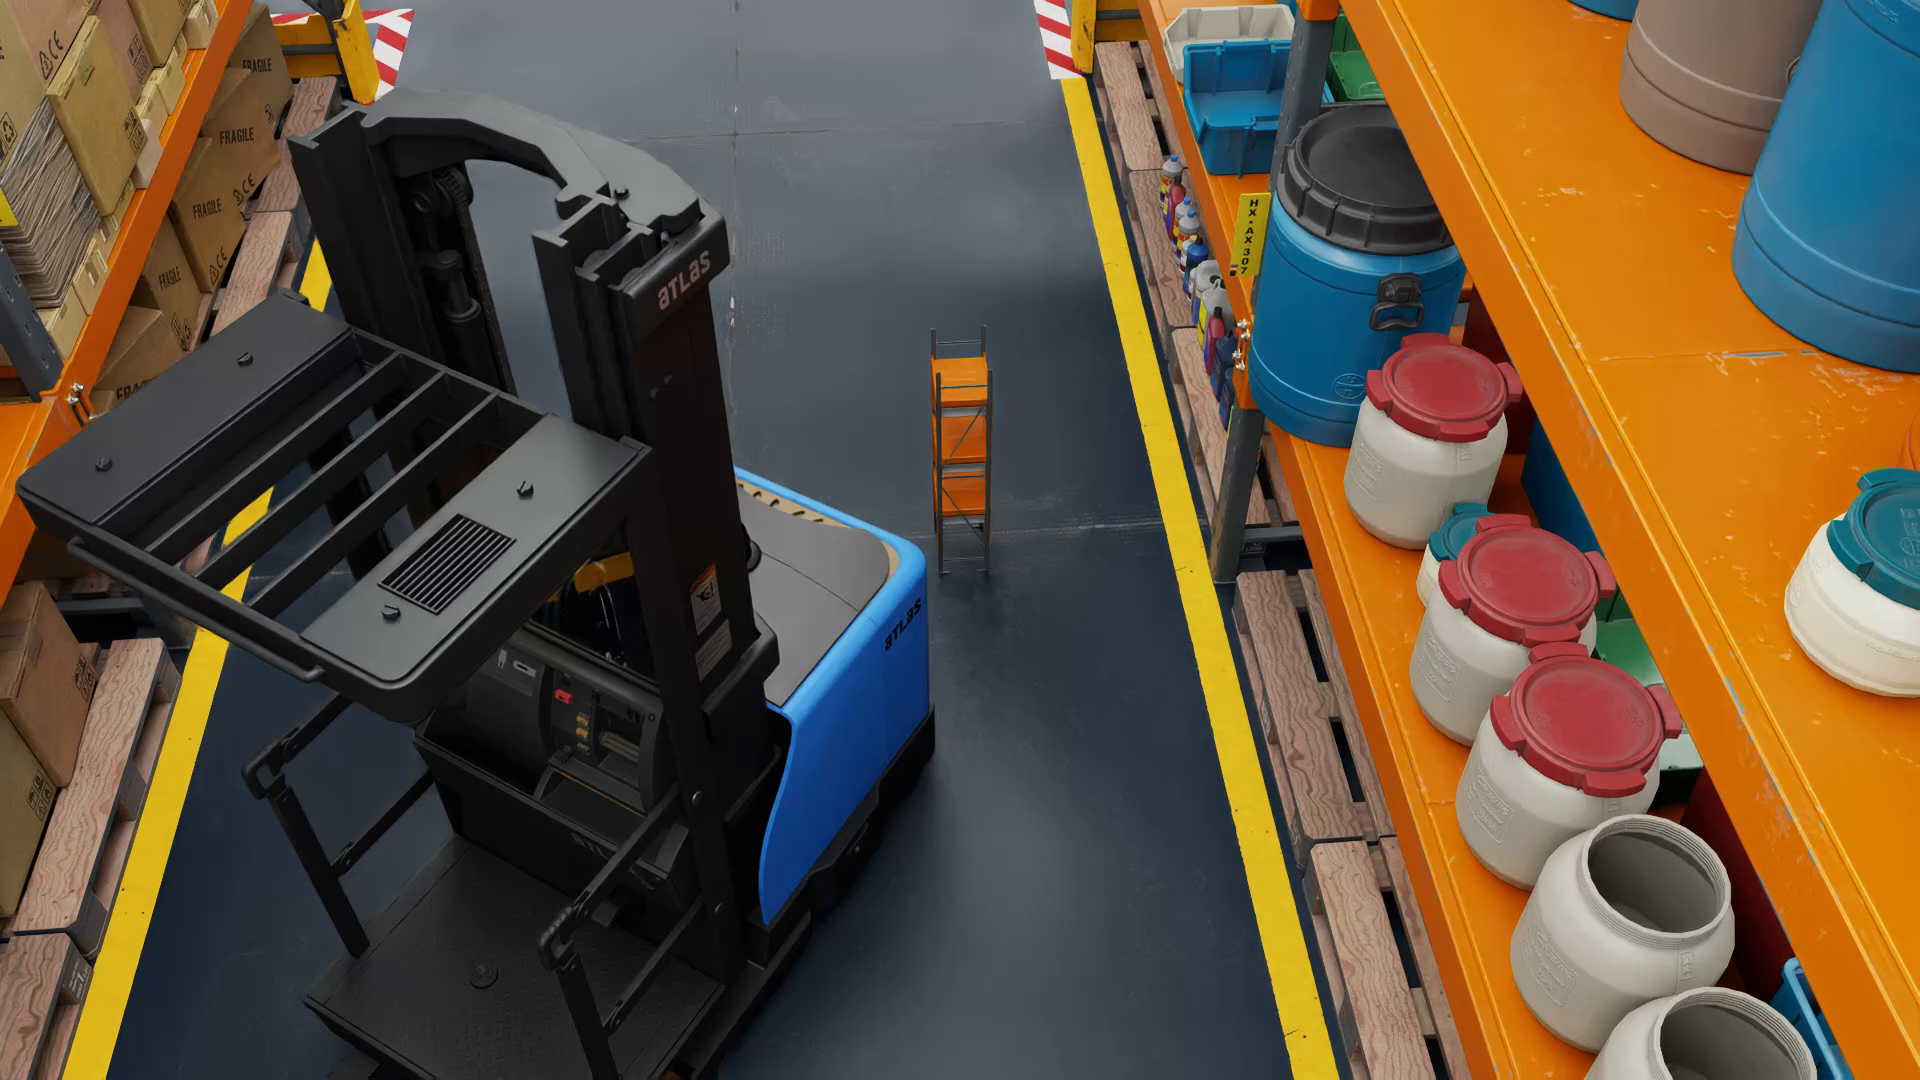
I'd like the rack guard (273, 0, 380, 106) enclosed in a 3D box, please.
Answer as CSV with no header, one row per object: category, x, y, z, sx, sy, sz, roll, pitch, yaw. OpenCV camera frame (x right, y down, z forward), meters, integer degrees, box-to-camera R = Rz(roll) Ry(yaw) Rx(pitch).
rack guard,-3.768,-2.604,8.872,1.175,0.500,0.348,-3,47,-3

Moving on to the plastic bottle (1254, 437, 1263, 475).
plastic bottle,1.155,-0.358,6.647,0.097,0.201,0.097,0,47,0

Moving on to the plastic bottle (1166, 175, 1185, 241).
plastic bottle,1.003,-1.541,7.711,0.061,0.283,0.133,-3,47,-3

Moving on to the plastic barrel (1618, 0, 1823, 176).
plastic barrel,1.809,-1.301,3.505,0.600,0.901,0.600,0,47,0

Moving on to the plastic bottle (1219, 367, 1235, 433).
plastic bottle,1.155,-0.614,6.787,0.144,0.351,0.185,-5,47,-4

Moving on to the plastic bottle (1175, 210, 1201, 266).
plastic bottle,1.039,-1.381,7.568,0.097,0.271,0.097,0,47,0

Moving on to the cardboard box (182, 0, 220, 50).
cardboard box,-3.315,-2.159,6.902,0.380,0.149,0.250,-3,47,-3

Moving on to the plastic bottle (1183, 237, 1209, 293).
plastic bottle,1.056,-1.235,7.430,0.097,0.271,0.097,0,47,0

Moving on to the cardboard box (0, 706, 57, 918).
cardboard box,-3.389,0.876,5.273,0.700,0.500,0.500,-4,47,-4

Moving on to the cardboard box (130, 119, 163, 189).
cardboard box,-3.225,-1.436,6.217,0.380,0.149,0.250,-3,47,-3

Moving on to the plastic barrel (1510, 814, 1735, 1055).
plastic barrel,1.496,0.894,3.760,0.421,0.512,0.421,0,47,0

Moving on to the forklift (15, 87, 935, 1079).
forklift,-1.270,0.504,4.254,1.130,2.935,3.031,23,51,20

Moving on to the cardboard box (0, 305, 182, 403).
cardboard box,-3.489,-0.615,6.699,0.500,0.500,0.500,10,47,9

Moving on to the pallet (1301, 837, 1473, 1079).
pallet,1.705,1.484,5.199,1.003,0.211,1.213,-3,47,-3

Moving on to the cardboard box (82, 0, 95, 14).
cardboard box,-3.309,-2.169,5.776,0.500,0.500,0.500,-3,47,-3

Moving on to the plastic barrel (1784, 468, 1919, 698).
plastic barrel,1.492,0.079,2.639,0.301,0.262,0.301,0,47,0

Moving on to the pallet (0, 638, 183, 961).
pallet,-3.373,0.898,5.754,1.003,0.211,1.213,-3,47,-3

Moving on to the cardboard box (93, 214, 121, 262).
cardboard box,-3.215,-1.073,5.873,0.380,0.149,0.250,-3,47,-3

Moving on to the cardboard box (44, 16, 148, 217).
cardboard box,-3.423,-1.454,5.788,0.875,0.500,0.500,-3,47,-3

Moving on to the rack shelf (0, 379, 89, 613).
rack shelf,-3.272,1.070,4.166,1.077,0.370,4.000,-3,47,-3

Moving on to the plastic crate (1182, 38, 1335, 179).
plastic crate,1.133,-1.658,6.357,0.499,0.251,0.616,-3,47,-3

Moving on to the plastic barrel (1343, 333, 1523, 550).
plastic barrel,1.357,-0.267,4.843,0.433,0.535,0.433,0,47,0

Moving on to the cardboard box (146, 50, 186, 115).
cardboard box,-3.297,-1.796,6.558,0.380,0.149,0.250,-3,47,-3

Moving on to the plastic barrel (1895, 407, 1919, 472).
plastic barrel,1.923,-0.291,2.598,0.600,0.830,0.708,-3,47,-3

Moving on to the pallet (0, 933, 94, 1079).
pallet,-3.268,1.782,4.916,1.003,0.211,1.213,-3,47,-3

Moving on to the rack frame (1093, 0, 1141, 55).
rack frame,1.161,-3.819,8.301,1.000,3.000,0.127,-3,47,-3

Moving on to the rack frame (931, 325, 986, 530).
rack frame,-0.006,-0.411,6.416,0.200,1.050,0.008,-3,47,-3

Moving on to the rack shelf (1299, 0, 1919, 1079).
rack shelf,1.663,-0.262,3.362,1.077,0.370,4.000,-3,47,-3

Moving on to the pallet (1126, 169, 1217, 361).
pallet,1.376,-1.340,7.873,1.003,0.211,1.213,-3,47,-3

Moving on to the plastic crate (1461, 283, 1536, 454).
plastic crate,1.841,-0.616,5.223,0.402,0.464,0.583,-3,47,-3

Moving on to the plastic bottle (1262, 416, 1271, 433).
plastic bottle,1.298,-0.623,6.795,0.144,0.351,0.185,-3,47,-3

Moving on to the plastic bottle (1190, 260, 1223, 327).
plastic bottle,1.102,-1.079,7.279,0.152,0.276,0.135,-3,47,-3

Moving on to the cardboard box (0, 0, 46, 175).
cardboard box,-3.224,-1.446,5.091,0.500,0.500,0.500,-3,47,-3

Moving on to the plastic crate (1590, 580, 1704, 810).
plastic crate,1.923,0.390,4.460,0.450,0.188,0.662,-3,47,-3

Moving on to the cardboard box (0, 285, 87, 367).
cardboard box,-3.158,-0.712,5.531,0.380,0.149,0.250,-3,47,-3

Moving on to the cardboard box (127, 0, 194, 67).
cardboard box,-3.566,-2.174,6.469,0.875,0.500,0.500,-3,47,-3

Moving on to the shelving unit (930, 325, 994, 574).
shelving unit,0.004,-0.322,6.332,0.215,1.050,0.252,-3,47,-3

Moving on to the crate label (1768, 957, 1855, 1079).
crate label,2.017,1.221,3.503,0.502,0.435,0.616,-3,47,-3

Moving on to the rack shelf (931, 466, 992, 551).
rack shelf,0.004,-0.124,6.542,0.215,0.259,0.240,-3,47,-3

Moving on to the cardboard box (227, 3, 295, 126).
cardboard box,-3.739,-2.350,8.342,0.500,0.500,0.500,4,47,4

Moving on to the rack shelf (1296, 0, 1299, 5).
rack shelf,1.328,-3.156,6.103,1.077,0.370,4.000,-3,47,-3

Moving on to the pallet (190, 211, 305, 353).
pallet,-3.637,-1.034,7.584,1.003,0.211,1.213,-3,47,-3

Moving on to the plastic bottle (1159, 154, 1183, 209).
plastic bottle,1.002,-1.702,7.872,0.097,0.271,0.097,0,47,0

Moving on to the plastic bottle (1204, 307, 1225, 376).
plastic bottle,1.083,-0.845,7.052,0.061,0.283,0.133,-1,47,-1

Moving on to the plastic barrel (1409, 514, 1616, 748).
plastic barrel,1.419,0.264,4.340,0.433,0.535,0.433,0,47,0

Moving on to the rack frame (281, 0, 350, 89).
rack frame,-3.775,-3.518,8.016,1.000,3.000,0.127,-3,47,-3

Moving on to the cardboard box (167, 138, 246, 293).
cardboard box,-3.621,-1.466,7.505,0.500,0.500,0.500,0,47,0

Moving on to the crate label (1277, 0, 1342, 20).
crate label,1.584,-2.516,7.043,0.502,0.435,0.616,-3,47,-3

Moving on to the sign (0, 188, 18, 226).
sign,-2.887,-1.059,4.889,0.100,0.325,0.005,-3,47,-3
